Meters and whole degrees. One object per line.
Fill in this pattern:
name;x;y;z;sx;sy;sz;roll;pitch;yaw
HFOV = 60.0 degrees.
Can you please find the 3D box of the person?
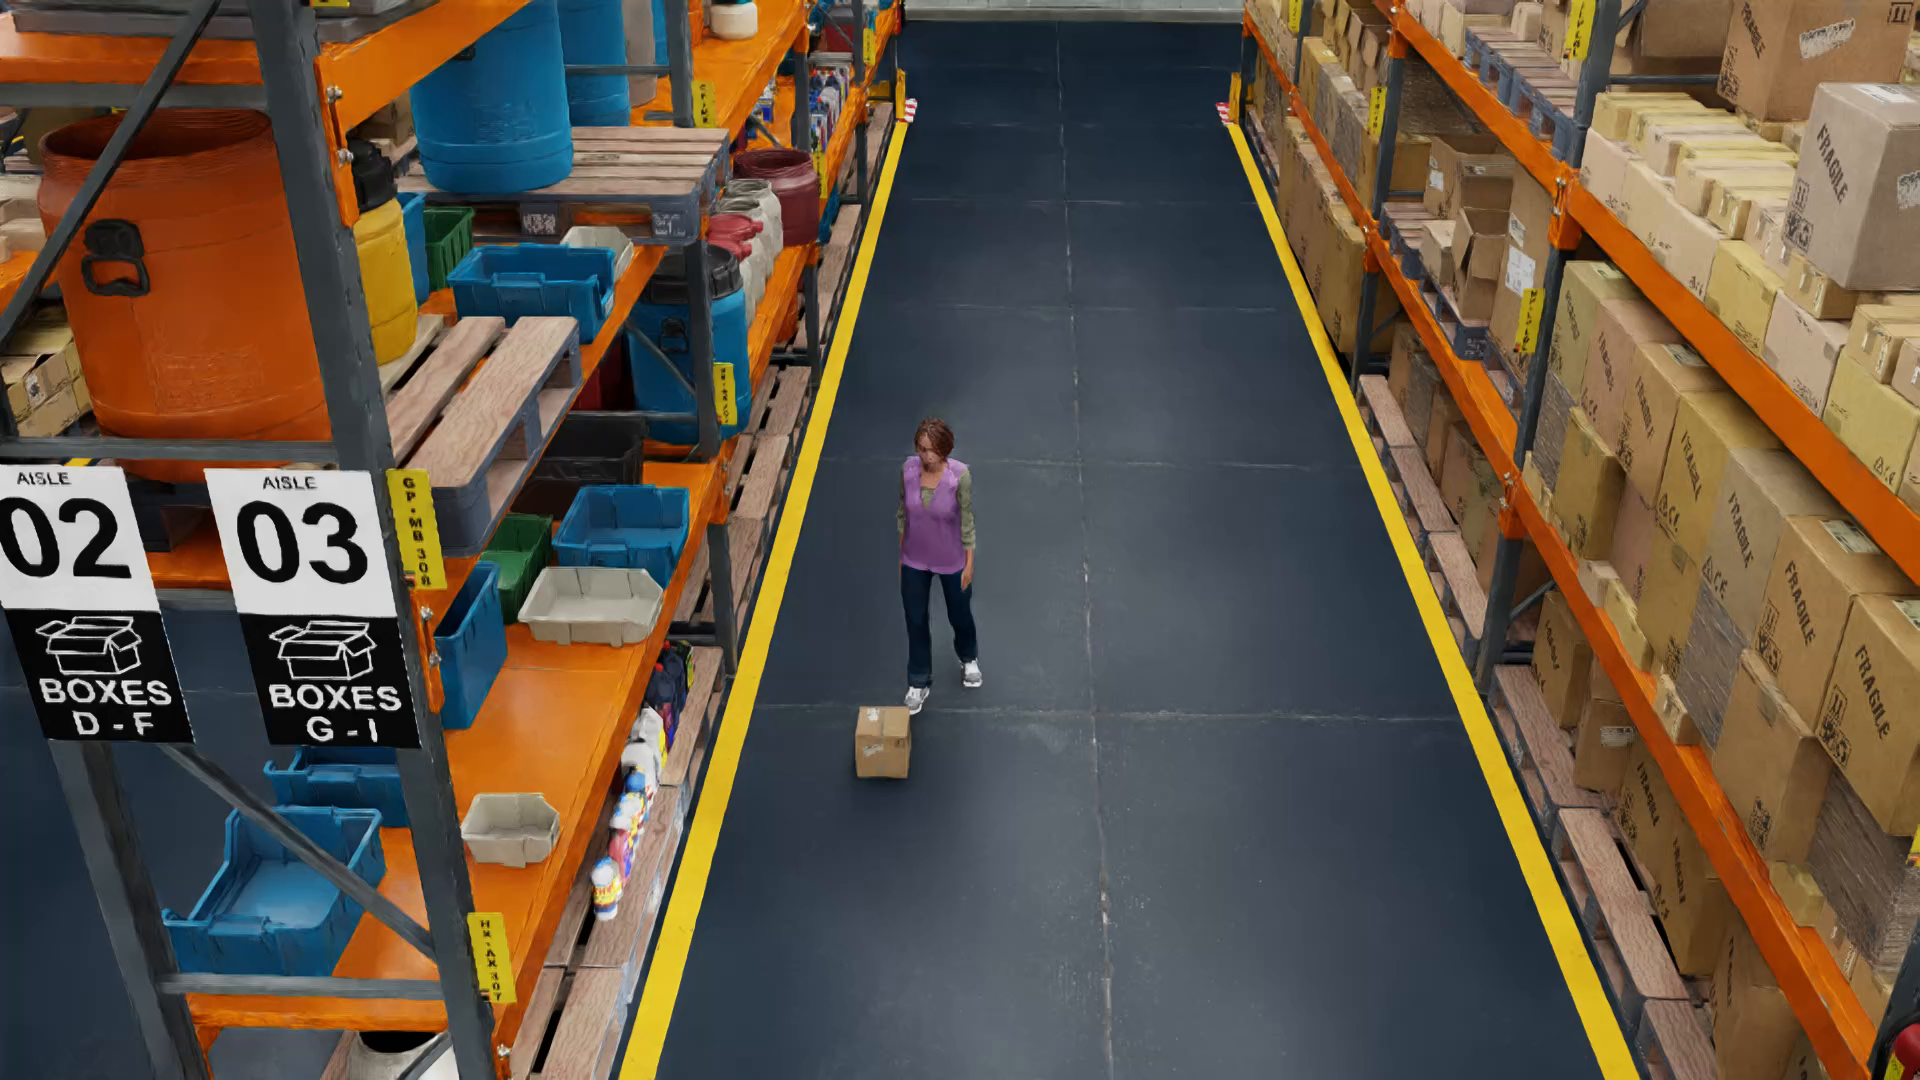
person;-0.113;0.098;8.425;0.424;1.597;0.559;6;29;11
